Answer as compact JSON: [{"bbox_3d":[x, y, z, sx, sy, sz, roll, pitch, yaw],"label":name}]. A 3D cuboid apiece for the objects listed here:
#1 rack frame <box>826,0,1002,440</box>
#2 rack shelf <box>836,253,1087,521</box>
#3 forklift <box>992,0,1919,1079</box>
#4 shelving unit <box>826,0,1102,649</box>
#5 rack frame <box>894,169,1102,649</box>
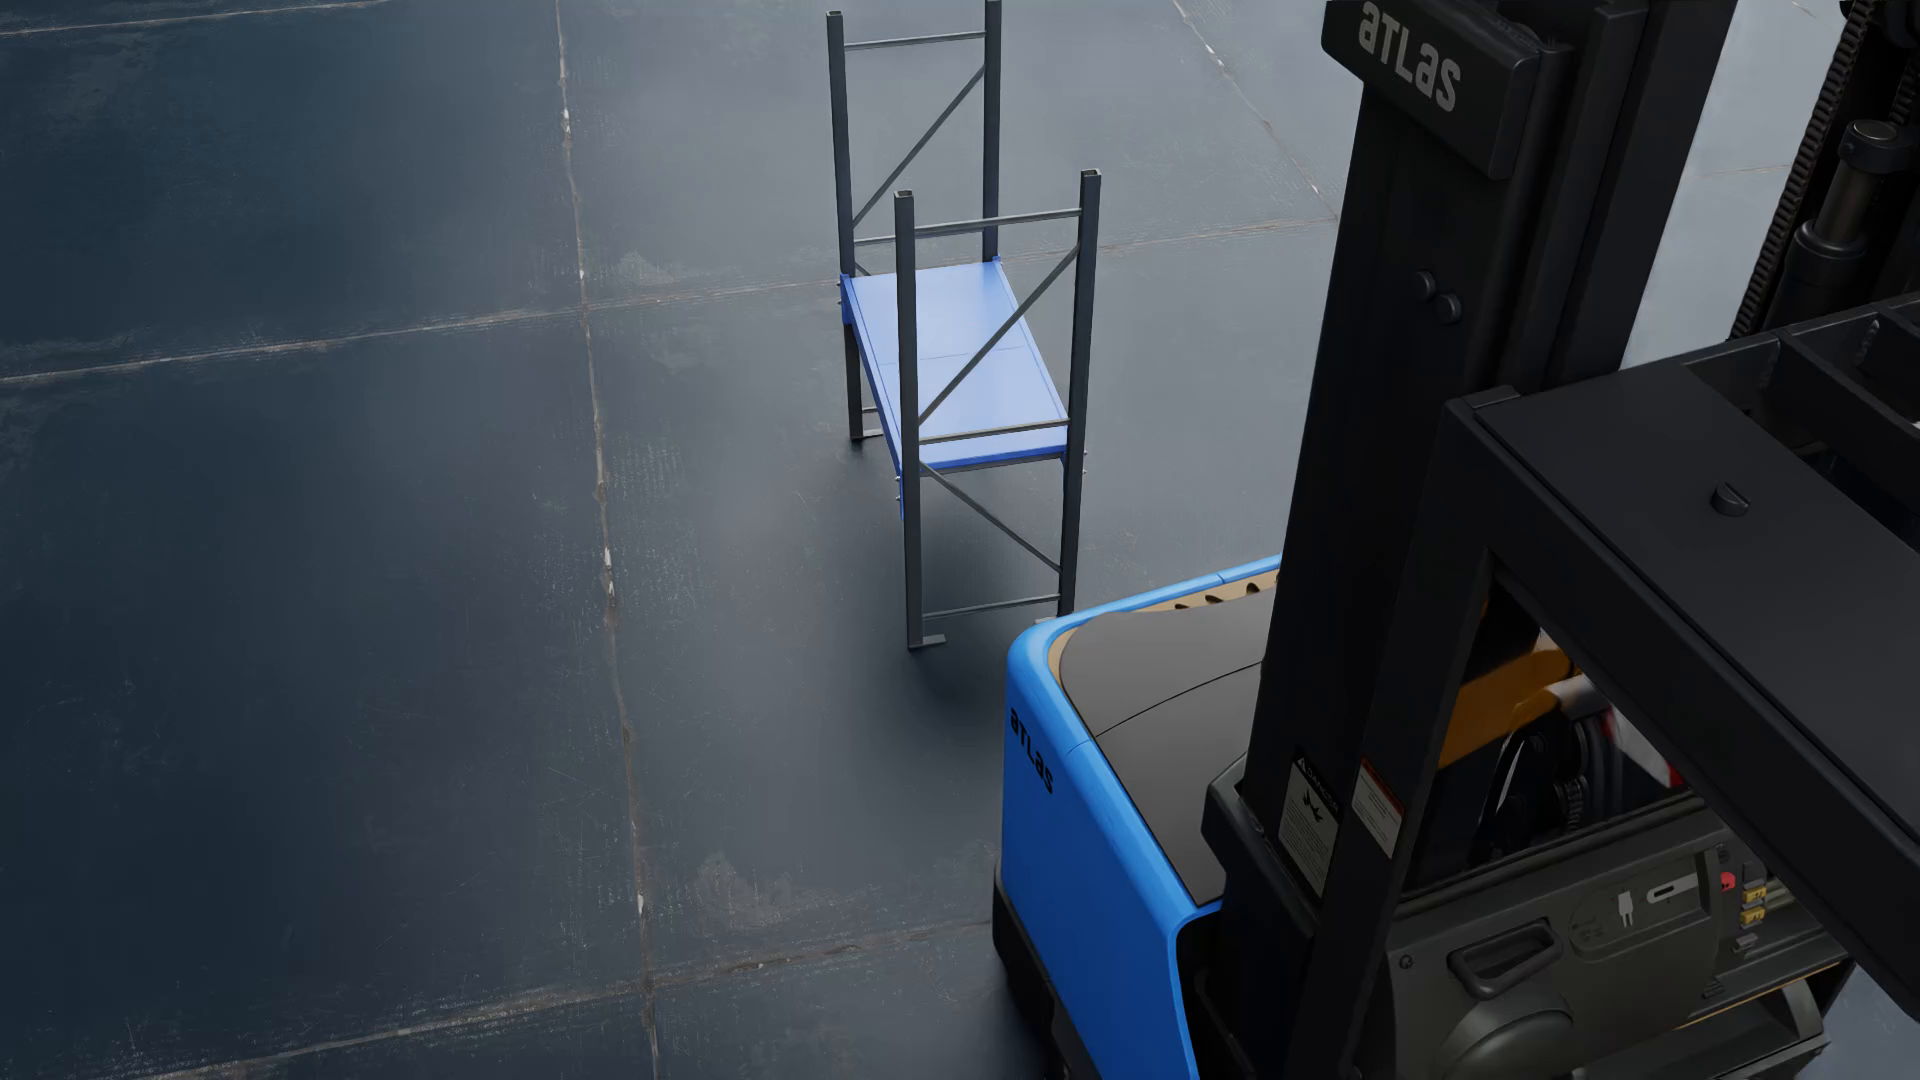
[{"bbox_3d":[-0.128,-0.946,5.186,0.500,1.500,0.032,-8,42,-9],"label":"rack frame"},{"bbox_3d":[-0.018,-0.482,4.934,0.538,0.185,1.000,-8,42,-9],"label":"rack shelf"},{"bbox_3d":[1.099,0.683,2.272,1.130,2.935,3.031,-15,44,-16],"label":"forklift"},{"bbox_3d":[-0.018,-0.616,4.814,0.538,1.500,1.048,-8,42,-9],"label":"shelving unit"},{"bbox_3d":[0.091,-0.287,4.443,0.500,1.500,0.032,-8,42,-9],"label":"rack frame"}]
